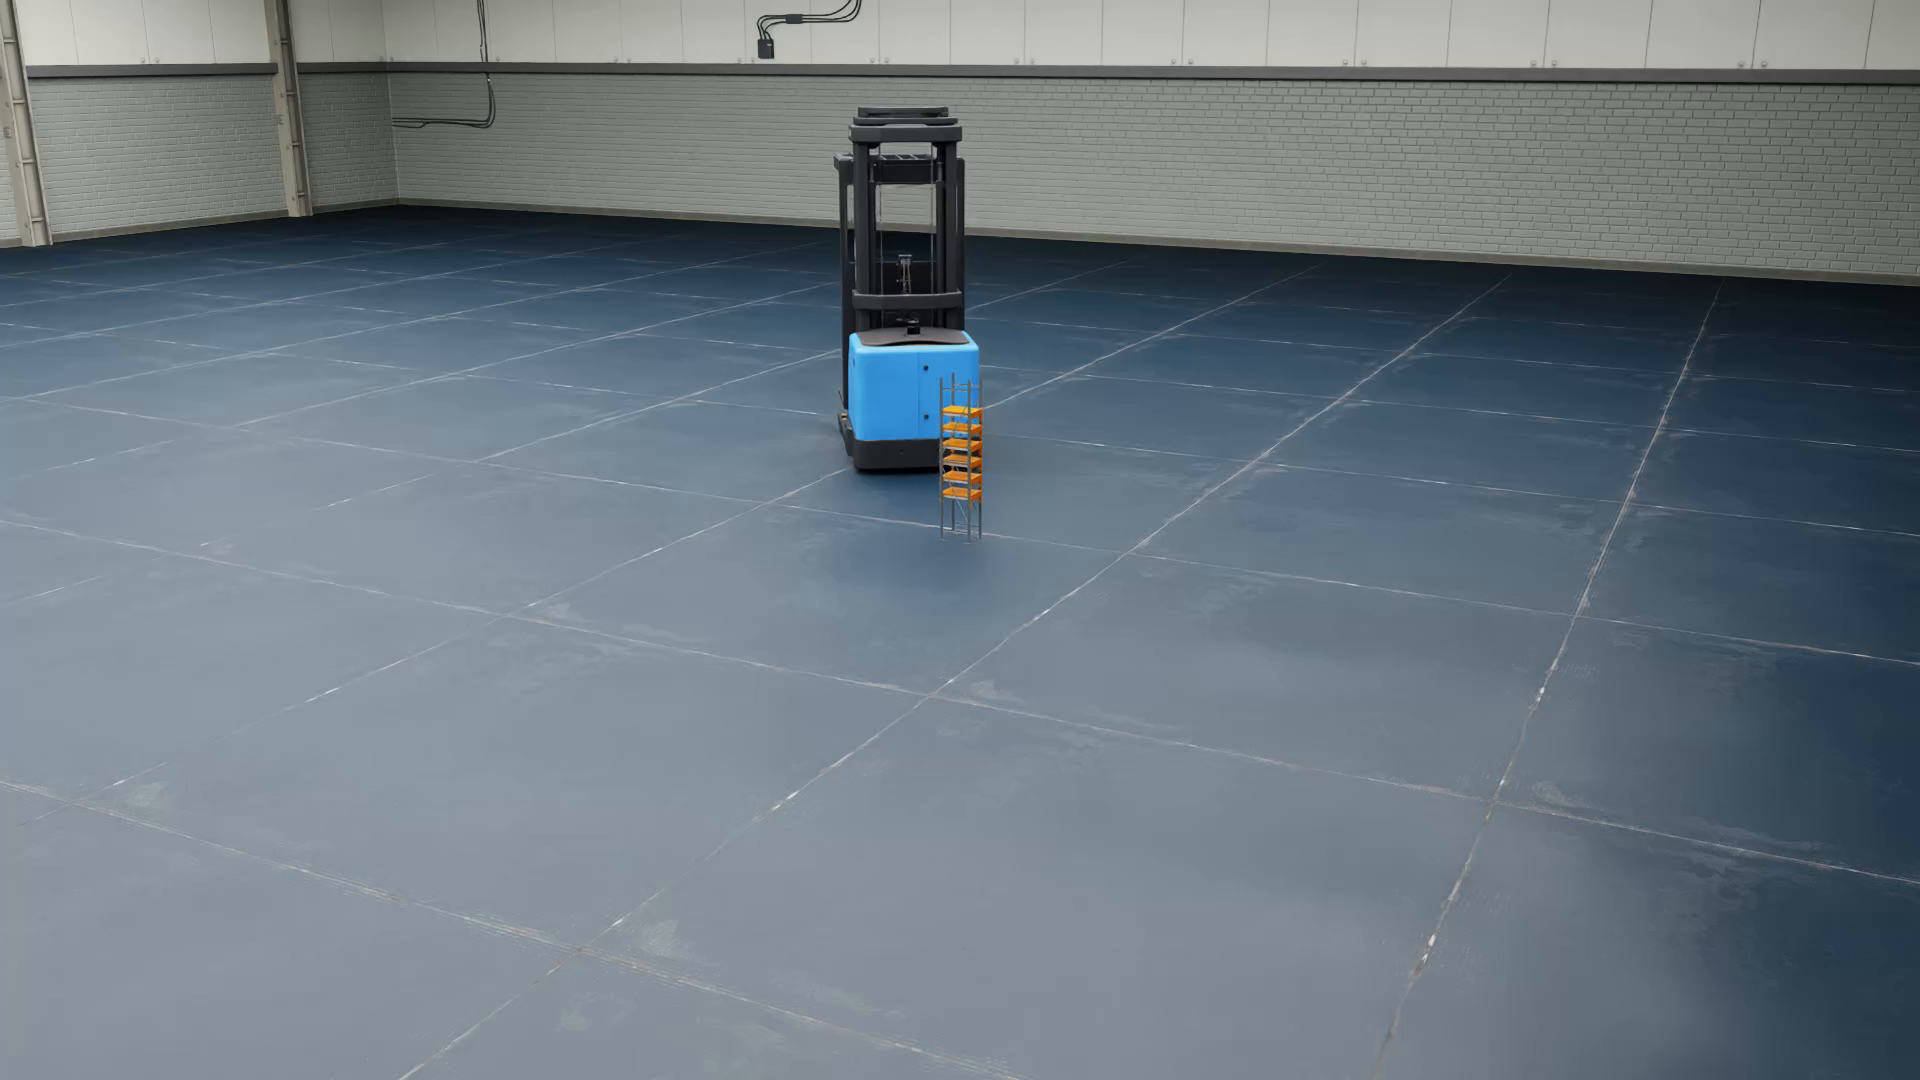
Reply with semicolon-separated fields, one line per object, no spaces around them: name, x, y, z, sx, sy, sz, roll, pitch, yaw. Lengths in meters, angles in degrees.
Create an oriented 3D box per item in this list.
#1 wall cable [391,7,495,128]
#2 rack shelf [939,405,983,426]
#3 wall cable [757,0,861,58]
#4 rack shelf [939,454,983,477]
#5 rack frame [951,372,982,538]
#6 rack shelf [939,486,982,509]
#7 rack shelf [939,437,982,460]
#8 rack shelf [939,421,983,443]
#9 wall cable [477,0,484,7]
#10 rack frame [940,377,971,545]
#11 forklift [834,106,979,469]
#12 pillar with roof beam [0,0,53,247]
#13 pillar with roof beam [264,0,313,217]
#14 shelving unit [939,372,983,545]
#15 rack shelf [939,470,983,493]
wall cable;-11.376;-10.228;36.109;3.097;2.526;0.112;8;18;25
rack shelf;0.006;-0.881;11.776;0.258;0.103;0.180;8;18;25
wall cable;-2.890;-12.135;31.102;2.305;6.003;0.169;8;18;25
rack shelf;0.006;-0.536;11.879;0.258;0.103;0.180;8;18;25
rack frame;0.047;-0.602;11.944;0.240;1.200;0.006;8;18;25
rack shelf;0.006;-0.306;11.947;0.258;0.103;0.180;8;18;25
rack shelf;0.006;-0.651;11.844;0.258;0.103;0.180;8;18;25
rack shelf;0.006;-0.766;11.810;0.258;0.103;0.180;8;18;25
wall cable;-8.956;-12.305;34.231;3.097;2.526;0.112;8;18;25
rack frame;-0.034;-0.556;11.787;0.240;1.200;0.006;8;18;25
forklift;-0.536;-2.367;14.847;1.130;2.935;3.031;-2;17;-7
pillar with roof beam;-12.705;-9.058;26.717;9.100;9.000;0.400;8;18;25
pillar with roof beam;-10.024;-10.587;31.863;9.100;9.000;0.400;8;18;25
shelving unit;0.006;-0.579;11.866;0.258;1.200;0.189;8;18;25
rack shelf;0.006;-0.421;11.913;0.258;0.103;0.180;8;18;25
